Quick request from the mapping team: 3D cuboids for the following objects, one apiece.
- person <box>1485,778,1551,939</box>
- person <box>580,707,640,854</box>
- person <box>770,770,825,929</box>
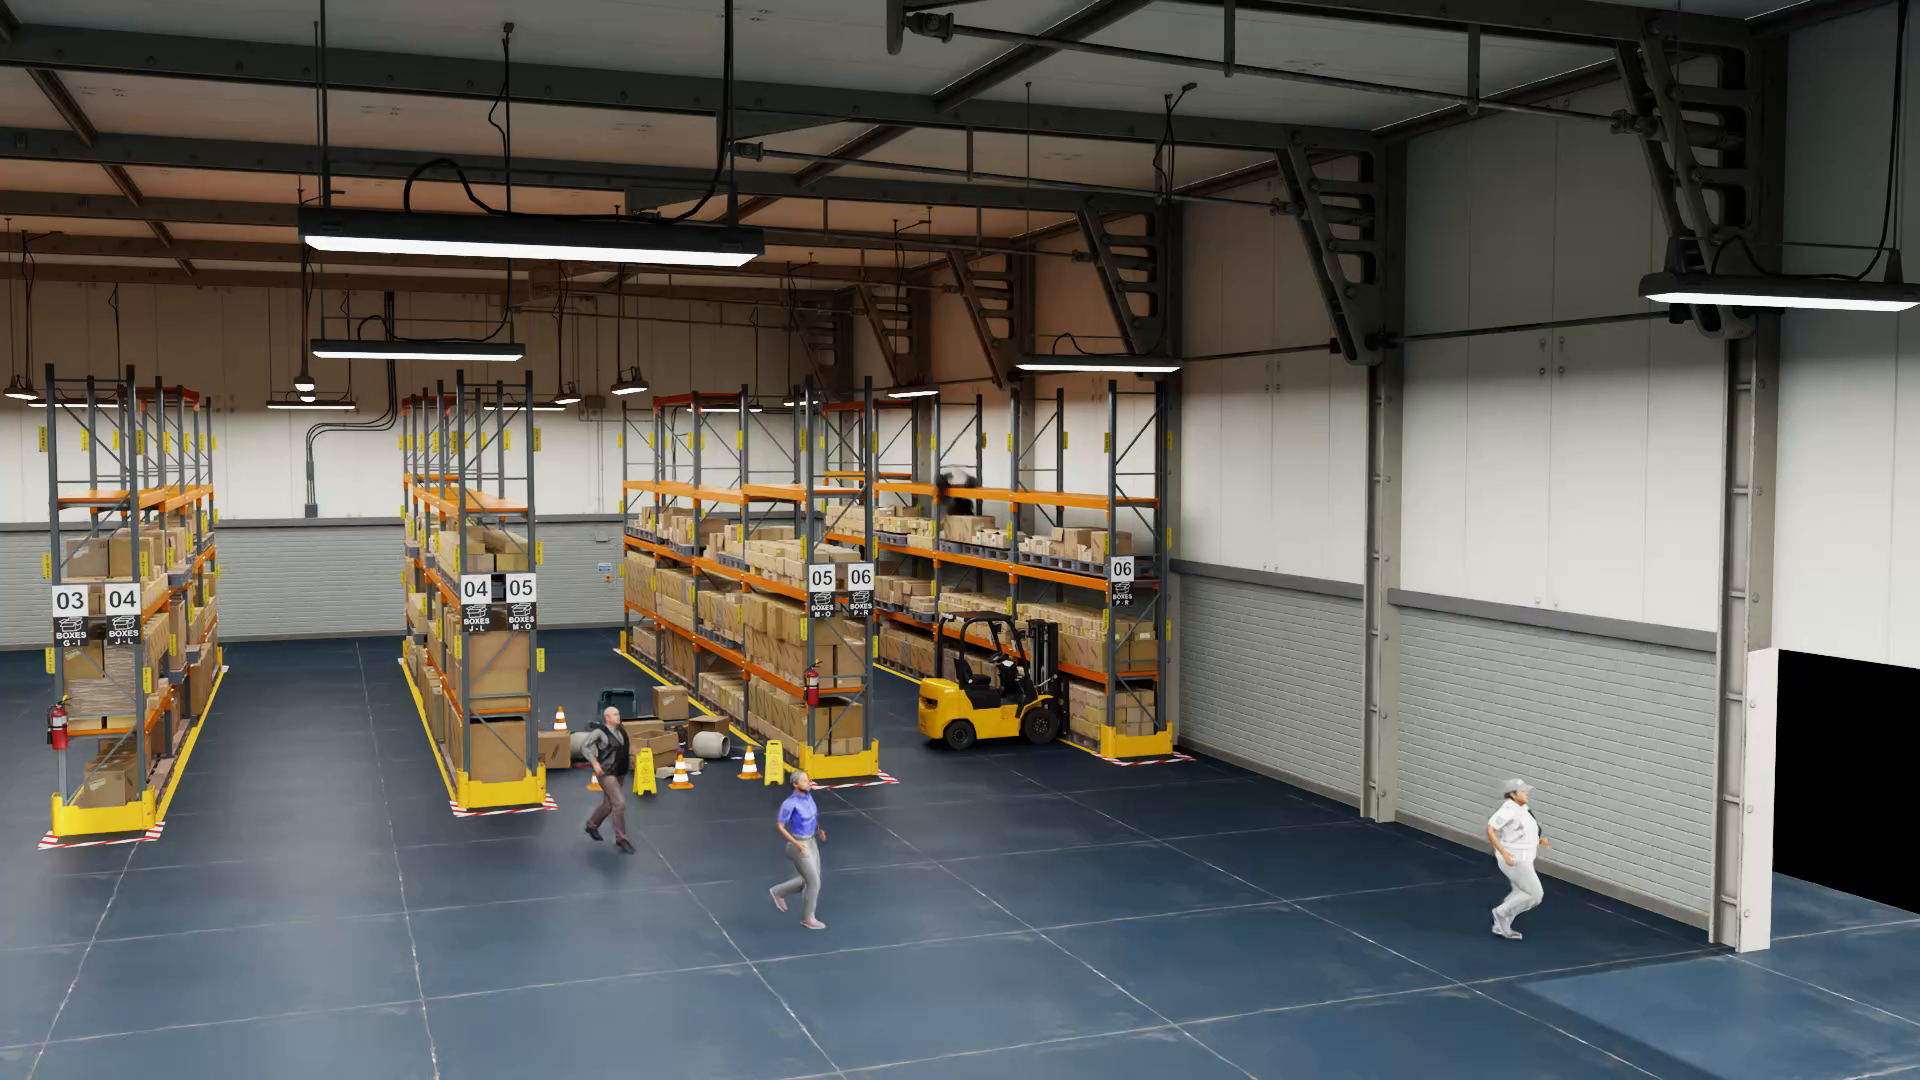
[{"bbox_3d":[5.625,3.207,16.667,0.567,1.626,0.593,2,4,35],"label":"person"},{"bbox_3d":[-4.308,2.940,20.518,0.845,1.774,0.647,2,4,25],"label":"person"},{"bbox_3d":[-1.690,3.193,17.249,0.647,1.639,0.576,1,4,22],"label":"person"}]
